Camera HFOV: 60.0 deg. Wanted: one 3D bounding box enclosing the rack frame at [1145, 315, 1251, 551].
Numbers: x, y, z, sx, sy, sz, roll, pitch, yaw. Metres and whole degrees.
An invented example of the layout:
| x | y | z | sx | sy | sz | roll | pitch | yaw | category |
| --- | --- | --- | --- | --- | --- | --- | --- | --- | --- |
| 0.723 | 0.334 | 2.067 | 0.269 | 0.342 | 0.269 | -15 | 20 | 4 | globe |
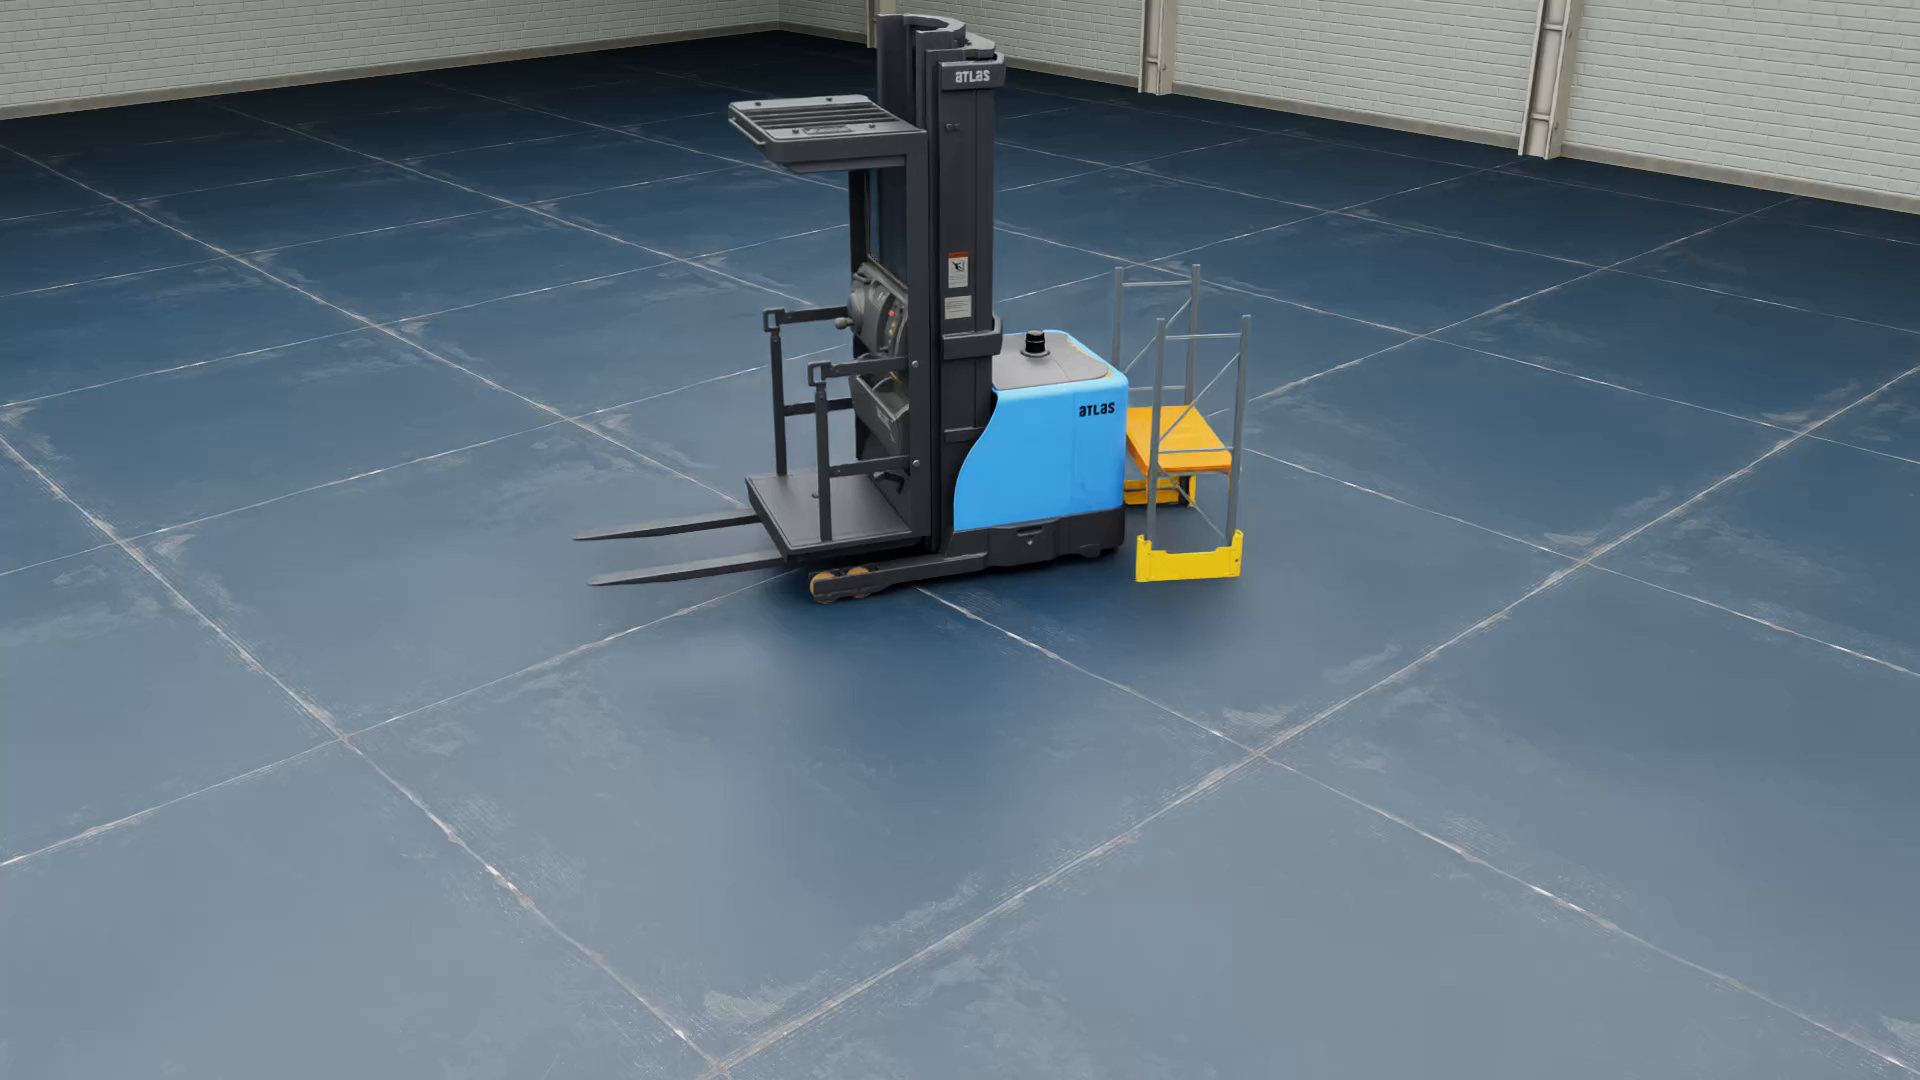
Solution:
| x | y | z | sx | sy | sz | roll | pitch | yaw | category |
| --- | --- | --- | --- | --- | --- | --- | --- | --- | --- |
| 1.274 | -0.480 | 8.995 | 0.500 | 1.500 | 0.032 | -3 | 25 | -7 | rack frame |

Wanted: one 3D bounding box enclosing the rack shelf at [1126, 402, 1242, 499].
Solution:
| x | y | z | sx | sy | sz | roll | pitch | yaw | category |
| --- | --- | --- | --- | --- | --- | --- | --- | --- | --- |
| 1.209 | -0.525 | 9.528 | 0.538 | 0.185 | 1.000 | -3 | 25 | -7 | rack shelf |

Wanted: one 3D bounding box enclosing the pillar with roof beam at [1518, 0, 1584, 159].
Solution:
| x | y | z | sx | sy | sz | roll | pitch | yaw | category |
| --- | --- | --- | --- | --- | --- | --- | --- | --- | --- |
| 3.750 | -7.452 | 15.242 | 9.100 | 9.000 | 0.400 | -21 | 32 | -38 | pillar with roof beam |

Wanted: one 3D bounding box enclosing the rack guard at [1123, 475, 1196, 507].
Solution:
| x | y | z | sx | sy | sz | roll | pitch | yaw | category |
| --- | --- | --- | --- | --- | --- | --- | --- | --- | --- |
| 1.146 | -0.322 | 10.154 | 0.587 | 0.250 | 0.087 | -3 | 25 | -7 | rack guard |

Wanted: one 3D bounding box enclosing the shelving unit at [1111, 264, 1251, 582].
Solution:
| x | y | z | sx | sy | sz | roll | pitch | yaw | category |
| --- | --- | --- | --- | --- | --- | --- | --- | --- | --- |
| 1.210 | -0.685 | 9.445 | 0.587 | 1.500 | 1.083 | -3 | 25 | -7 | shelving unit |

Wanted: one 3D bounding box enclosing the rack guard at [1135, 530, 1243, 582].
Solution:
| x | y | z | sx | sy | sz | roll | pitch | yaw | category |
| --- | --- | --- | --- | --- | --- | --- | --- | --- | --- |
| 1.274 | 0.088 | 9.256 | 0.587 | 0.250 | 0.087 | -3 | 25 | -7 | rack guard |

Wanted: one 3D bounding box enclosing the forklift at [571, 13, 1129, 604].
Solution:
| x | y | z | sx | sy | sz | roll | pitch | yaw | category |
| --- | --- | --- | --- | --- | --- | --- | --- | --- | --- |
| -0.630 | -1.235 | 8.926 | 3.031 | 2.935 | 1.130 | -8 | 26 | -18 | forklift |

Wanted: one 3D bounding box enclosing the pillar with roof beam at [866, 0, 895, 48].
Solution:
| x | y | z | sx | sy | sz | roll | pitch | yaw | category |
| --- | --- | --- | --- | --- | --- | --- | --- | --- | --- |
| -4.452 | -11.087 | 23.211 | 9.100 | 9.000 | 0.400 | -21 | 32 | -38 | pillar with roof beam |

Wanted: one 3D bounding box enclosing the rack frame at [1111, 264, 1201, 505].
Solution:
| x | y | z | sx | sy | sz | roll | pitch | yaw | category |
| --- | --- | --- | --- | --- | --- | --- | --- | --- | --- |
| 1.143 | -0.898 | 9.912 | 0.500 | 1.500 | 0.032 | -3 | 25 | -7 | rack frame |

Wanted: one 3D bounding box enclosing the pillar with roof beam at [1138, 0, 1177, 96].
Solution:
| x | y | z | sx | sy | sz | roll | pitch | yaw | category |
| --- | --- | --- | --- | --- | --- | --- | --- | --- | --- |
| -0.351 | -9.269 | 19.227 | 9.100 | 9.000 | 0.400 | -21 | 32 | -38 | pillar with roof beam |
